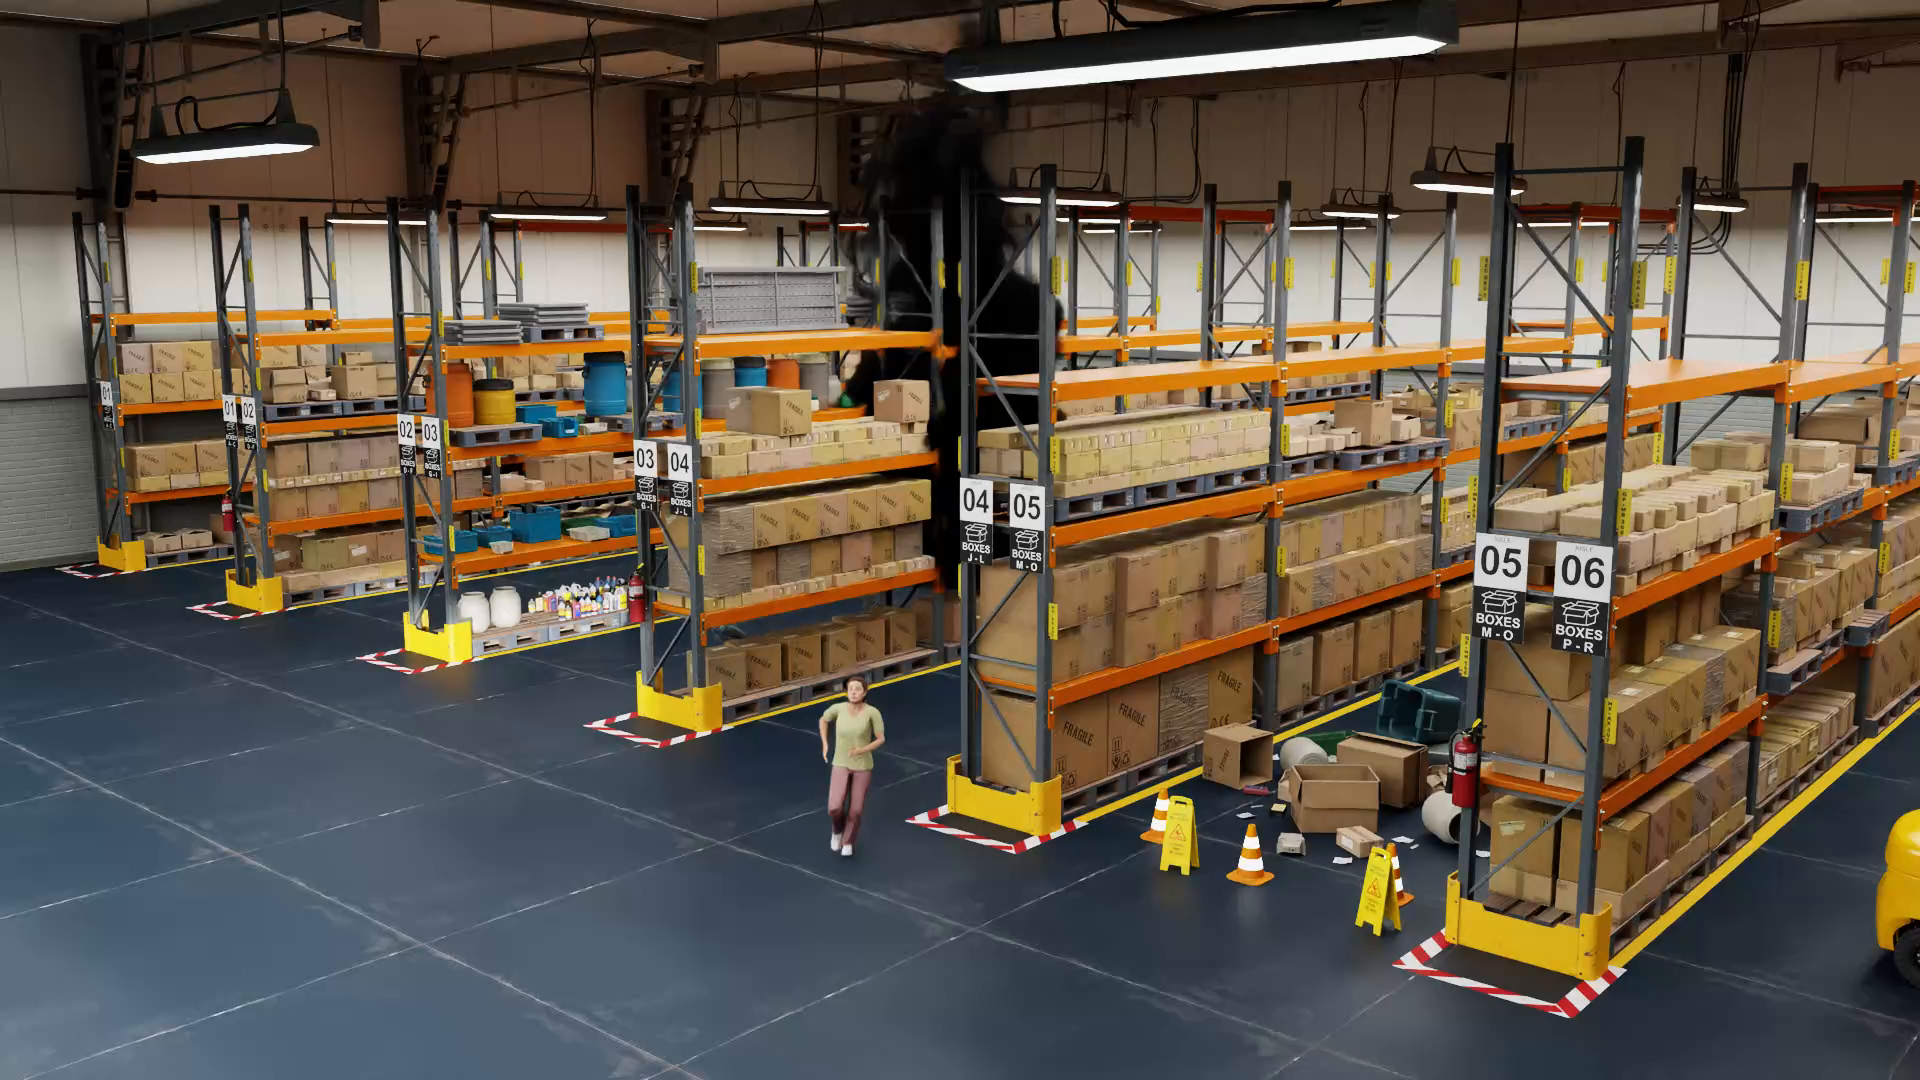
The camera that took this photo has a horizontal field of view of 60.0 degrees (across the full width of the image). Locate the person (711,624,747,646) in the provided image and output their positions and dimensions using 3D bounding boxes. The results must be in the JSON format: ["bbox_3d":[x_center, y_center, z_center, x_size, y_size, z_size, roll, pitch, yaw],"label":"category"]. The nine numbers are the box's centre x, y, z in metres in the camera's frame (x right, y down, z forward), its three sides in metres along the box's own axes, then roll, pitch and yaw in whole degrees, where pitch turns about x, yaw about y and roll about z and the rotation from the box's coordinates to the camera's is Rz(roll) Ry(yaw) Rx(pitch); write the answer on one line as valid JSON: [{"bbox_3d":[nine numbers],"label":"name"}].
[{"bbox_3d":[-3.069,0.761,21.611,0.679,1.681,0.576,6,11,32],"label":"person"}]

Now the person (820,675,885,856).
[{"bbox_3d":[-0.941,1.981,14.468,0.581,1.620,0.554,0,9,-1],"label":"person"}]

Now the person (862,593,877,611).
[{"bbox_3d":[-1.379,0.254,24.171,0.592,1.573,0.663,7,11,34],"label":"person"}]
